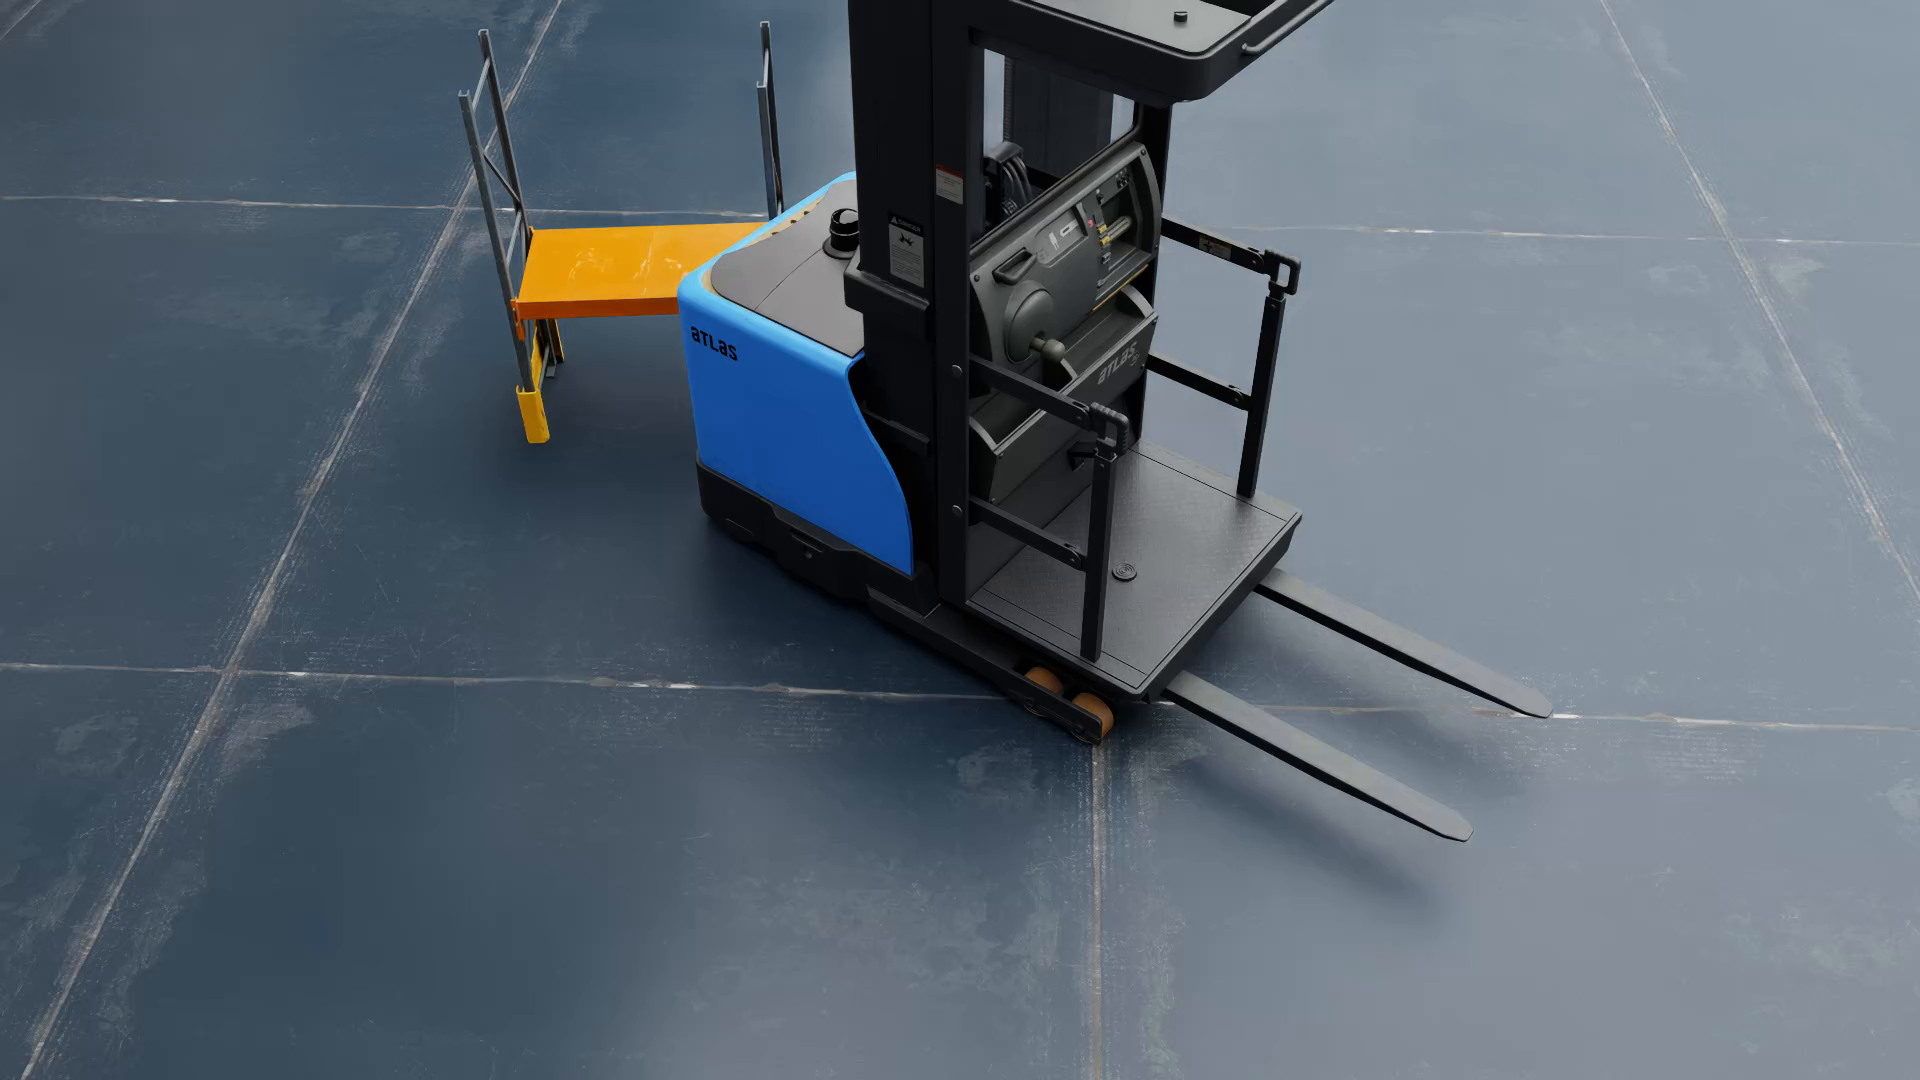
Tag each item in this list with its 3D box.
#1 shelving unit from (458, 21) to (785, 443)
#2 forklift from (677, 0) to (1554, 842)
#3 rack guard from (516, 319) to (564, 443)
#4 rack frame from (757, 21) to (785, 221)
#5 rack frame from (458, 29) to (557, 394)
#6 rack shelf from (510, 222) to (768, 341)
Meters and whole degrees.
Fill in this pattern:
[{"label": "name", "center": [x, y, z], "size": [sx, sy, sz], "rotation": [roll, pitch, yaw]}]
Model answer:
[{"label": "shelving unit", "center": [-1.215, -1.157, 6.392], "size": [1.083, 1.500, 0.587], "rotation": [-2, 43, -3]}, {"label": "forklift", "center": [0.503, -0.813, 4.973], "size": [3.031, 2.935, 1.130], "rotation": [27, 49, 26]}, {"label": "rack guard", "center": [-1.712, -0.679, 6.796], "size": [0.087, 0.250, 0.587], "rotation": [-2, 43, -3]}, {"label": "rack frame", "center": [-0.699, -1.179, 6.415], "size": [0.032, 1.500, 0.500], "rotation": [-2, 43, -3]}, {"label": "rack frame", "center": [-1.713, -1.136, 6.369], "size": [0.032, 1.500, 0.500], "rotation": [-2, 43, -3]}, {"label": "rack shelf", "center": [-1.206, -1.026, 6.515], "size": [1.000, 0.185, 0.538], "rotation": [-2, 43, -3]}]
